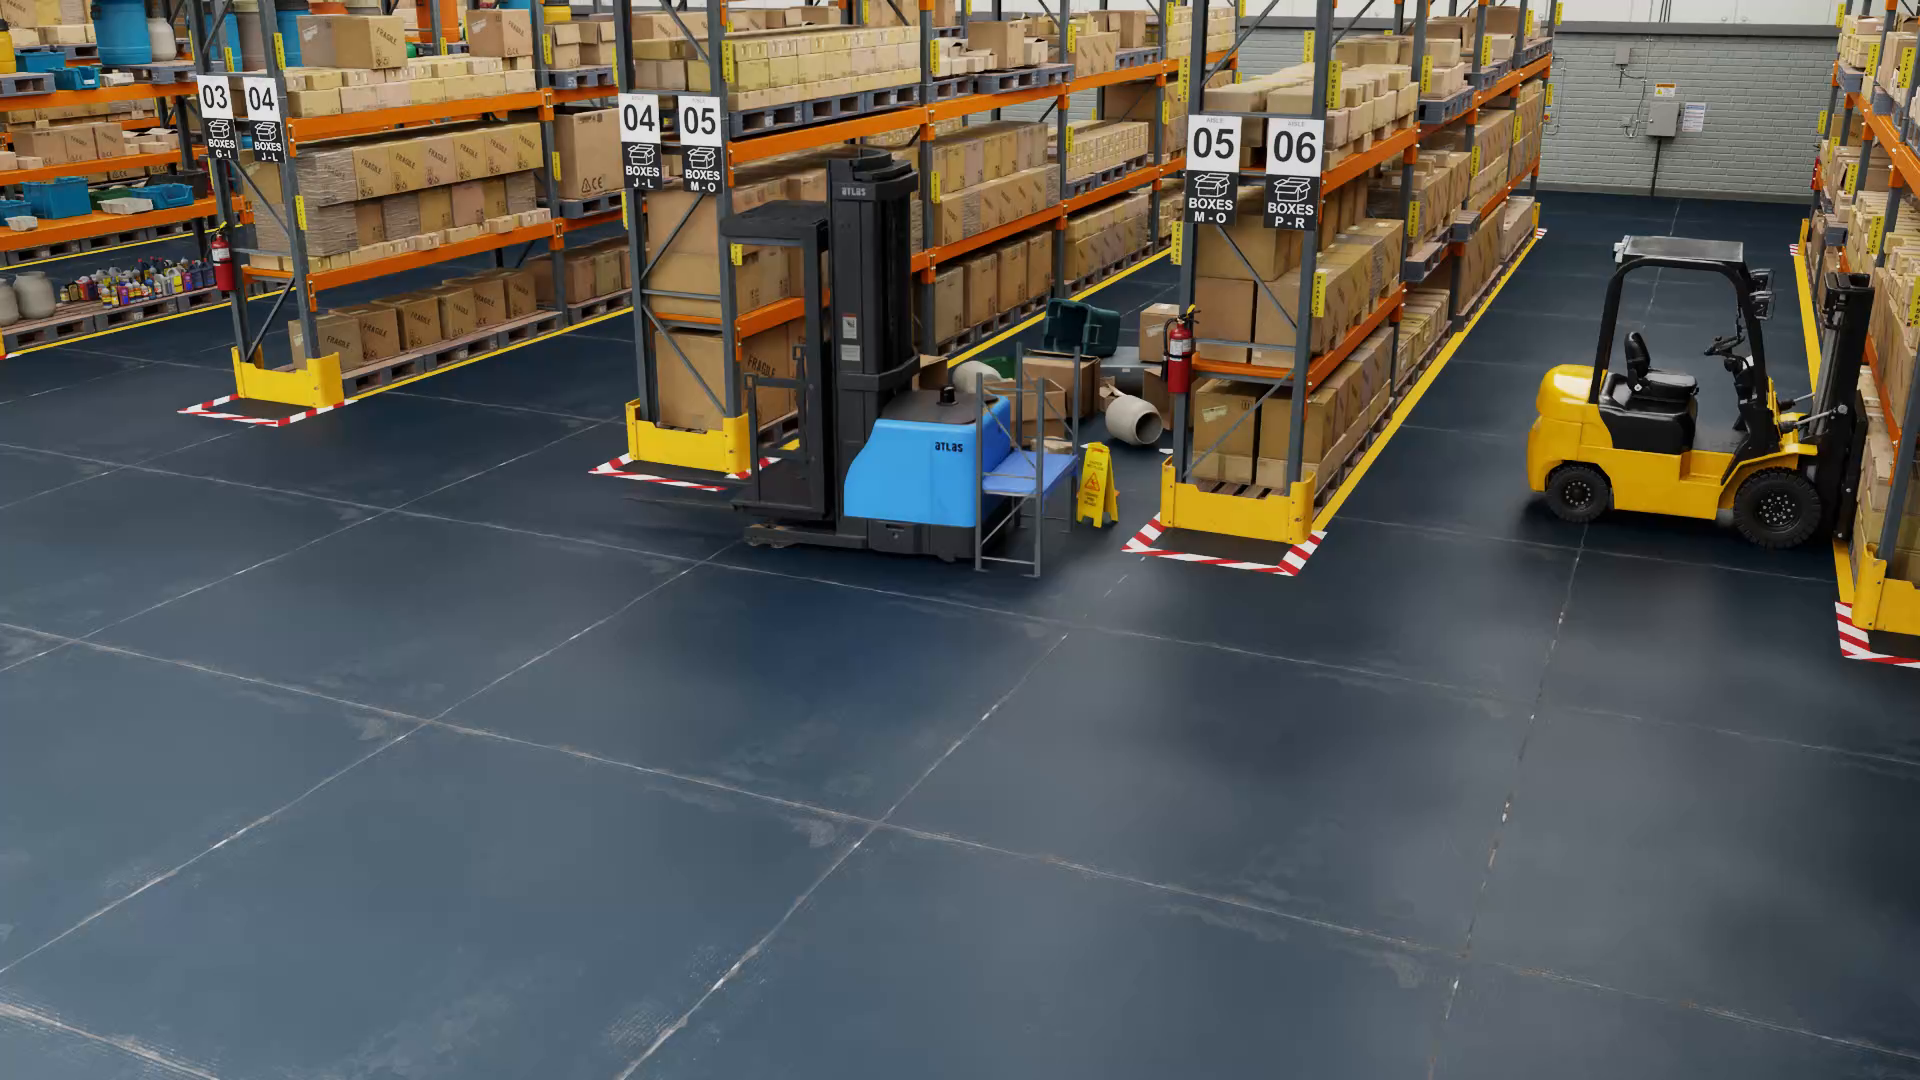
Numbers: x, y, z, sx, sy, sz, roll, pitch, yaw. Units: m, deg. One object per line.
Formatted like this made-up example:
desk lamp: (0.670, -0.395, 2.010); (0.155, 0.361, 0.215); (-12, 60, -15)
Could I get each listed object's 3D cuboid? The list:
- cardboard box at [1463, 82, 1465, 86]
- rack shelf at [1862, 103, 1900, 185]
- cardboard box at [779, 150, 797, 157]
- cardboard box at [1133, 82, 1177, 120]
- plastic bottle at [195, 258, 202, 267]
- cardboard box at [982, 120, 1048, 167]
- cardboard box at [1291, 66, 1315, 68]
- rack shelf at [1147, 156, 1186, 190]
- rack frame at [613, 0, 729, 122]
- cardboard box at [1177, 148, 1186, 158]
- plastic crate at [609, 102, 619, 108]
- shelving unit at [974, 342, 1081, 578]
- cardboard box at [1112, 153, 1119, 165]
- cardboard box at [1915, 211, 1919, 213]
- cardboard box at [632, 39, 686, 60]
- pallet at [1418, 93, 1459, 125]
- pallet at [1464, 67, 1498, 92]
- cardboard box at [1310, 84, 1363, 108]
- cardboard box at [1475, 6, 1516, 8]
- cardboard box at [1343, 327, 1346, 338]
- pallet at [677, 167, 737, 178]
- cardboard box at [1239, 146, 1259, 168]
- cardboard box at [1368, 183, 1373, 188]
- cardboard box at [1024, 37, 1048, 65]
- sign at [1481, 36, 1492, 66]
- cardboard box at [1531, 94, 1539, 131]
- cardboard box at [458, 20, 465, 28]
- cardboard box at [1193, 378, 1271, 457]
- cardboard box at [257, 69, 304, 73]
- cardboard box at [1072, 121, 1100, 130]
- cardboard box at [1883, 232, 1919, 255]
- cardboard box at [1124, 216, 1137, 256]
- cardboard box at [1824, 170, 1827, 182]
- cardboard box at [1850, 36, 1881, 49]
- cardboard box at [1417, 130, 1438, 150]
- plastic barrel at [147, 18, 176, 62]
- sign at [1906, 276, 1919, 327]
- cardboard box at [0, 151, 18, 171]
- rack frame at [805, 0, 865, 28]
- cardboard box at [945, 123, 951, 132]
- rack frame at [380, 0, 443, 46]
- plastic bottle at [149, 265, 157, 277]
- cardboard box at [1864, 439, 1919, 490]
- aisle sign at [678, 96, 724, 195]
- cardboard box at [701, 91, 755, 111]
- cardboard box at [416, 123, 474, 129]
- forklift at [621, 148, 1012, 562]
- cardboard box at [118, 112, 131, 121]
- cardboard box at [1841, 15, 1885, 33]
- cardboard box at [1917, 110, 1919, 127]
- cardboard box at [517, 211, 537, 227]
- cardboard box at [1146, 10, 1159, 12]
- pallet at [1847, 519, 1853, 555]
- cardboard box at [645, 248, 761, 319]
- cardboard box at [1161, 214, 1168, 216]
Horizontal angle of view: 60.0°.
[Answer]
cardboard box: (5.398, -5.018, 18.502); (0.380, 0.149, 0.250); (9, 21, 23)
rack shelf: (9.141, -3.709, 15.518); (1.077, 0.370, 4.000); (9, 21, 23)
cardboard box: (-2.748, -5.759, 24.536); (0.500, 0.500, 0.500); (8, 21, 22)
cardboard box: (2.918, -6.560, 24.852); (0.500, 0.500, 0.500); (9, 22, 24)
plastic bottle: (-9.900, -3.485, 21.588); (0.144, 0.351, 0.185); (9, 21, 23)
cardboard box: (0.680, -4.956, 20.788); (0.700, 0.500, 0.500); (8, 21, 22)
cardboard box: (3.169, -4.159, 14.896); (0.380, 0.149, 0.250); (8, 21, 21)
rack shelf: (3.330, -6.069, 26.632); (1.077, 0.370, 4.000); (9, 21, 23)
rack frame: (-2.403, -4.955, 13.472); (1.000, 3.000, 0.127); (9, 21, 23)
cardboard box: (3.304, -6.048, 25.875); (0.380, 0.149, 0.250); (9, 21, 24)
plastic crate: (-5.897, -7.485, 29.354); (0.402, 0.464, 0.583); (9, 21, 23)
shelving unit: (0.515, -0.620, 12.474); (0.538, 1.500, 1.048); (6, 21, 17)
cardboard box: (1.998, -5.329, 23.225); (0.380, 0.149, 0.250); (10, 22, 25)
cardboard box: (10.030, -3.235, 17.067); (0.500, 0.250, 0.500); (9, 22, 24)
cardboard box: (-2.575, -4.194, 14.217); (0.380, 0.149, 0.250); (9, 21, 23)
pallet: (4.142, -4.202, 16.111); (1.213, 0.211, 1.003); (9, 21, 23)
pallet: (5.645, -5.454, 19.634); (1.213, 0.211, 1.003); (10, 22, 25)
cardboard box: (2.904, -3.445, 12.888); (0.380, 0.149, 0.250); (8, 21, 23)
cardboard box: (7.744, -7.481, 24.126); (0.500, 0.500, 0.500); (9, 21, 24)
cardboard box: (2.976, -1.741, 13.764); (0.380, 0.149, 0.250); (9, 22, 24)
pallet: (-3.806, -4.963, 22.733); (1.213, 0.211, 1.003); (9, 21, 23)
cardboard box: (2.045, -2.923, 12.609); (0.380, 0.149, 0.250); (9, 21, 23)
cardboard box: (3.772, -3.261, 16.441); (0.500, 0.500, 0.500); (8, 21, 22)
cardboard box: (0.718, -5.830, 19.765); (0.500, 0.311, 0.500); (9, 21, 23)
sign: (5.924, -5.508, 18.731); (0.100, 0.325, 0.005); (9, 21, 23)
cardboard box: (8.333, -6.395, 24.833); (0.500, 0.500, 0.500); (8, 21, 22)
cardboard box: (-9.749, -9.935, 32.175); (0.500, 0.250, 0.500); (9, 21, 23)
cardboard box: (2.244, -1.017, 13.708); (0.500, 0.500, 0.500); (9, 21, 23)
cardboard box: (-6.832, -4.660, 16.749); (0.380, 0.149, 0.250); (8, 21, 20)
cardboard box: (1.821, -6.013, 24.261); (0.380, 0.149, 0.250); (9, 22, 24)
cardboard box: (7.921, -2.459, 13.846); (0.380, 0.149, 0.250); (9, 21, 24)
cardboard box: (2.227, -4.399, 23.967); (0.500, 0.500, 0.500); (8, 21, 21)
cardboard box: (12.189, -5.040, 23.039); (0.380, 0.149, 0.250); (9, 22, 24)
cardboard box: (10.889, -5.955, 19.914); (0.380, 0.149, 0.250); (8, 21, 22)
cardboard box: (5.403, -4.638, 19.892); (0.500, 0.500, 0.500); (8, 21, 21)
plastic barrel: (-10.123, -6.302, 20.941); (0.421, 0.512, 0.421); (0, 20, 0)
sign: (6.195, -1.536, 10.730); (0.100, 0.325, 0.005); (9, 21, 23)
cardboard box: (-14.123, -5.509, 24.207); (0.500, 0.250, 0.500); (10, 22, 26)
rack frame: (-1.973, -9.335, 25.788); (1.000, 3.000, 0.127); (9, 21, 23)
cardboard box: (-0.390, -7.302, 29.400); (0.380, 0.149, 0.250); (9, 21, 23)
rack frame: (-8.130, -8.792, 24.260); (1.000, 3.000, 0.127); (9, 21, 23)
plastic bottle: (-10.426, -3.413, 21.506); (0.097, 0.271, 0.097); (0, 20, 0)
cardboard box: (6.792, -0.514, 11.923); (0.500, 0.250, 0.500); (9, 21, 24)
aisle sign: (-2.159, -3.291, 13.865); (0.394, 0.787, 0.004); (9, 21, 23)
cardboard box: (-1.970, -3.729, 14.101); (0.380, 0.149, 0.250); (9, 21, 23)
cardboard box: (-5.869, -4.465, 18.963); (0.500, 0.500, 0.500); (9, 21, 23)
forklift: (-1.166, -1.479, 12.753); (3.031, 2.935, 1.130); (6, 20, 15)
cardboard box: (-15.854, -7.988, 31.300); (0.380, 0.149, 0.250); (9, 21, 23)
cardboard box: (12.825, -7.309, 23.600); (0.500, 0.250, 0.500); (8, 21, 22)
cardboard box: (7.546, -3.233, 12.704); (0.380, 0.149, 0.250); (9, 22, 24)
cardboard box: (-5.180, -3.763, 19.449); (0.380, 0.149, 0.250); (9, 21, 23)
cardboard box: (2.895, -8.095, 25.660); (0.380, 0.149, 0.250); (8, 21, 22)
pallet: (7.460, -0.098, 12.928); (1.003, 0.211, 1.213); (9, 21, 23)
cardboard box: (-2.293, -2.319, 14.789); (0.875, 0.550, 0.550); (9, 21, 23)
cardboard box: (2.973, -4.948, 25.590); (0.380, 0.149, 0.250); (9, 21, 23)
